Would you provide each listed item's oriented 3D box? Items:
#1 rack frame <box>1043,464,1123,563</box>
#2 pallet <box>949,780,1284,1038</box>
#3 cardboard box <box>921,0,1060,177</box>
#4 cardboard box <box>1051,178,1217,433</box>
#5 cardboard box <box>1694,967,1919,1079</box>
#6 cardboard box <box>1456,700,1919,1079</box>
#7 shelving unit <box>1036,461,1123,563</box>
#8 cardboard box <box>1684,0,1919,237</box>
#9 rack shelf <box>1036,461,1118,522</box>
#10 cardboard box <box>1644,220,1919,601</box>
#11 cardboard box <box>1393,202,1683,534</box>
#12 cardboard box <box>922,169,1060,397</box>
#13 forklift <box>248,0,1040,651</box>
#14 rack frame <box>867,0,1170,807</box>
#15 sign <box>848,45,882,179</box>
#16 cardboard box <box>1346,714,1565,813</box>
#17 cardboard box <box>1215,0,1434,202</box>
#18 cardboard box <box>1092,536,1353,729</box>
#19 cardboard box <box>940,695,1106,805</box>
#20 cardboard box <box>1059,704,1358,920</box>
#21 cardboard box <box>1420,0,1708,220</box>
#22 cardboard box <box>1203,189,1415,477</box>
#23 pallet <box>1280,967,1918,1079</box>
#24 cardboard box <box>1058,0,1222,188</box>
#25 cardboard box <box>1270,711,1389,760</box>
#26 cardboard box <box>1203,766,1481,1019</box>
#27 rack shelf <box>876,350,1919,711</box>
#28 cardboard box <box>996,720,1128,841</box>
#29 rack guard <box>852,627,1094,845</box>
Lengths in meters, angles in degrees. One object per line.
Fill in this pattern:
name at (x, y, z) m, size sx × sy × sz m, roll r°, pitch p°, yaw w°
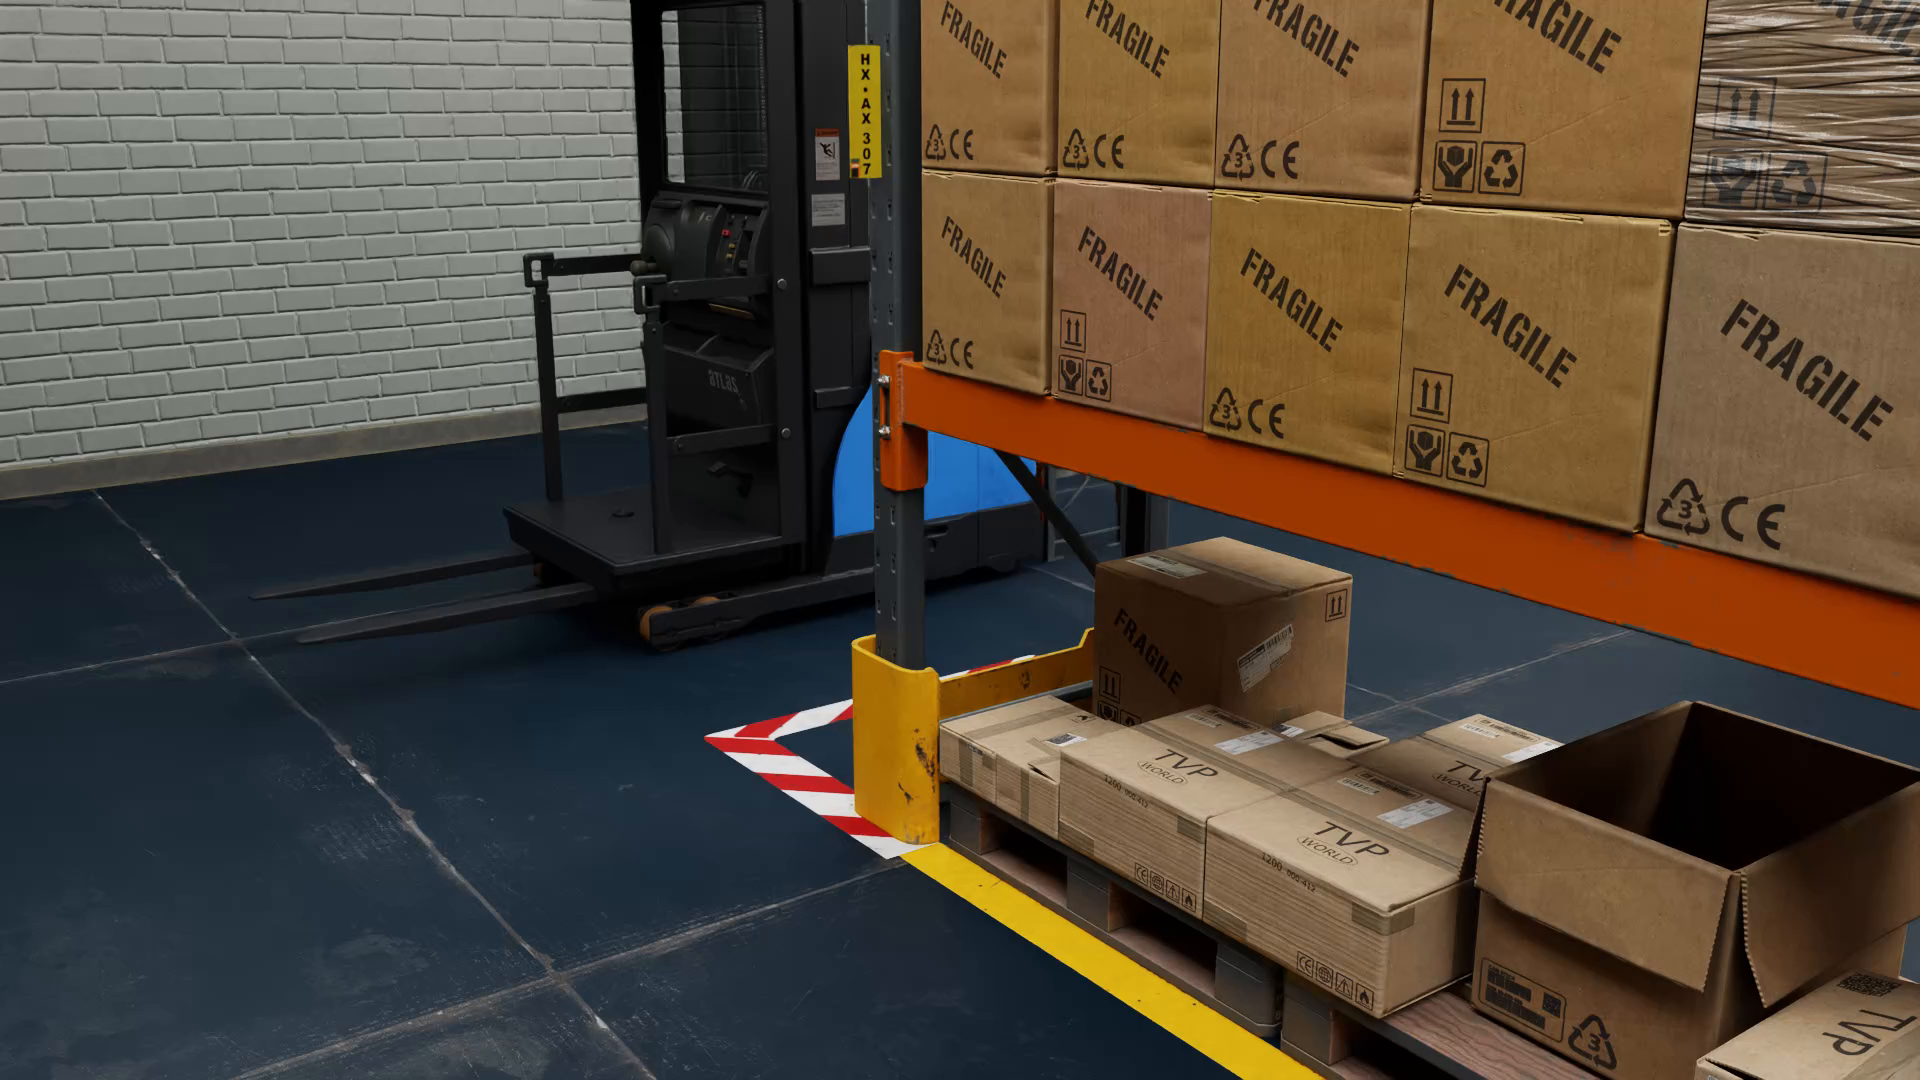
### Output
rack frame at (0.560, -0.489, 7.232) m, size 0.500 × 1.125 × 0.032 m, roll -13°, pitch 20°, yaw -39°
pallet at (0.715, 0.780, 4.326) m, size 1.003 × 0.211 × 1.213 m, roll -11°, pitch 19°, yaw -35°
cardboard box at (0.249, -1.146, 3.997) m, size 0.500 × 0.500 × 0.500 m, roll -10°, pitch 18°, yaw -33°
cardboard box at (0.557, -0.554, 3.730) m, size 0.500 × 0.500 × 0.500 m, roll -11°, pitch 19°, yaw -35°
cardboard box at (1.548, 0.950, 2.683) m, size 0.500 × 0.311 × 0.500 m, roll -11°, pitch 19°, yaw -35°
cardboard box at (1.444, 0.695, 3.252) m, size 0.797 × 0.503 × 0.637 m, roll -11°, pitch 19°, yaw -35°
shelving unit at (0.230, -0.591, 7.605) m, size 0.538 × 1.125 × 1.048 m, roll -13°, pitch 20°, yaw -39°
cardboard box at (1.447, -0.712, 2.411) m, size 0.500 × 0.500 × 0.500 m, roll -11°, pitch 19°, yaw -34°
rack shelf at (0.230, -0.355, 7.670) m, size 0.538 × 0.278 × 1.000 m, roll -13°, pitch 20°, yaw -39°
cardboard box at (1.444, -0.231, 2.550) m, size 0.500 × 0.500 × 0.500 m, roll -10°, pitch 18°, yaw -33°
cardboard box at (1.142, -0.340, 2.946) m, size 0.500 × 0.500 × 0.500 m, roll -11°, pitch 19°, yaw -34°
cardboard box at (0.249, -0.664, 4.129) m, size 0.500 × 0.500 × 0.500 m, roll -10°, pitch 18°, yaw -33°
forklift at (-1.153, -1.164, 6.278) m, size 3.031 × 2.935 × 1.130 m, roll -11°, pitch 19°, yaw -35°
rack frame at (0.201, -0.751, 4.638) m, size 1.000 × 3.000 × 0.127 m, roll -11°, pitch 19°, yaw -35°
sign at (-0.238, -1.084, 4.216) m, size 0.100 × 0.325 × 0.005 m, roll -11°, pitch 19°, yaw -35°
cardboard box at (1.255, 0.648, 3.900) m, size 0.500 × 0.250 × 0.500 m, roll -11°, pitch 19°, yaw -35°
cardboard box at (0.853, -0.928, 3.201) m, size 0.500 × 0.500 × 0.500 m, roll -11°, pitch 19°, yaw -34°
cardboard box at (0.720, 0.320, 4.626) m, size 0.500 × 0.500 × 0.500 m, roll -11°, pitch 19°, yaw -35°
cardboard box at (0.169, 0.555, 4.435) m, size 0.380 × 0.149 × 0.250 m, roll -11°, pitch 19°, yaw -35°
cardboard box at (0.585, 0.630, 3.968) m, size 0.500 × 0.250 × 0.500 m, roll -11°, pitch 19°, yaw -35°
cardboard box at (1.152, -0.819, 2.805) m, size 0.500 × 0.500 × 0.500 m, roll -11°, pitch 19°, yaw -35°
cardboard box at (0.849, -0.447, 3.336) m, size 0.500 × 0.500 × 0.500 m, roll -11°, pitch 19°, yaw -35°
pallet at (1.429, 1.041, 3.374) m, size 1.003 × 0.211 × 1.213 m, roll -11°, pitch 19°, yaw -35°
cardboard box at (0.562, -1.035, 3.594) m, size 0.500 × 0.500 × 0.500 m, roll -11°, pitch 19°, yaw -34°
cardboard box at (0.886, 0.582, 4.303) m, size 0.380 × 0.166 × 0.250 m, roll -11°, pitch 19°, yaw -35°
cardboard box at (0.879, 0.737, 3.578) m, size 0.500 × 0.250 × 0.500 m, roll -11°, pitch 19°, yaw -35°
rack shelf at (1.377, 0.023, 3.173) m, size 1.077 × 0.370 × 4.000 m, roll -11°, pitch 19°, yaw -35°
cardboard box at (0.316, 0.599, 4.237) m, size 0.380 × 0.166 × 0.250 m, roll -11°, pitch 19°, yaw -35°
rack guard at (0.246, 0.471, 4.909) m, size 1.175 × 0.500 × 0.348 m, roll -11°, pitch 19°, yaw -35°
